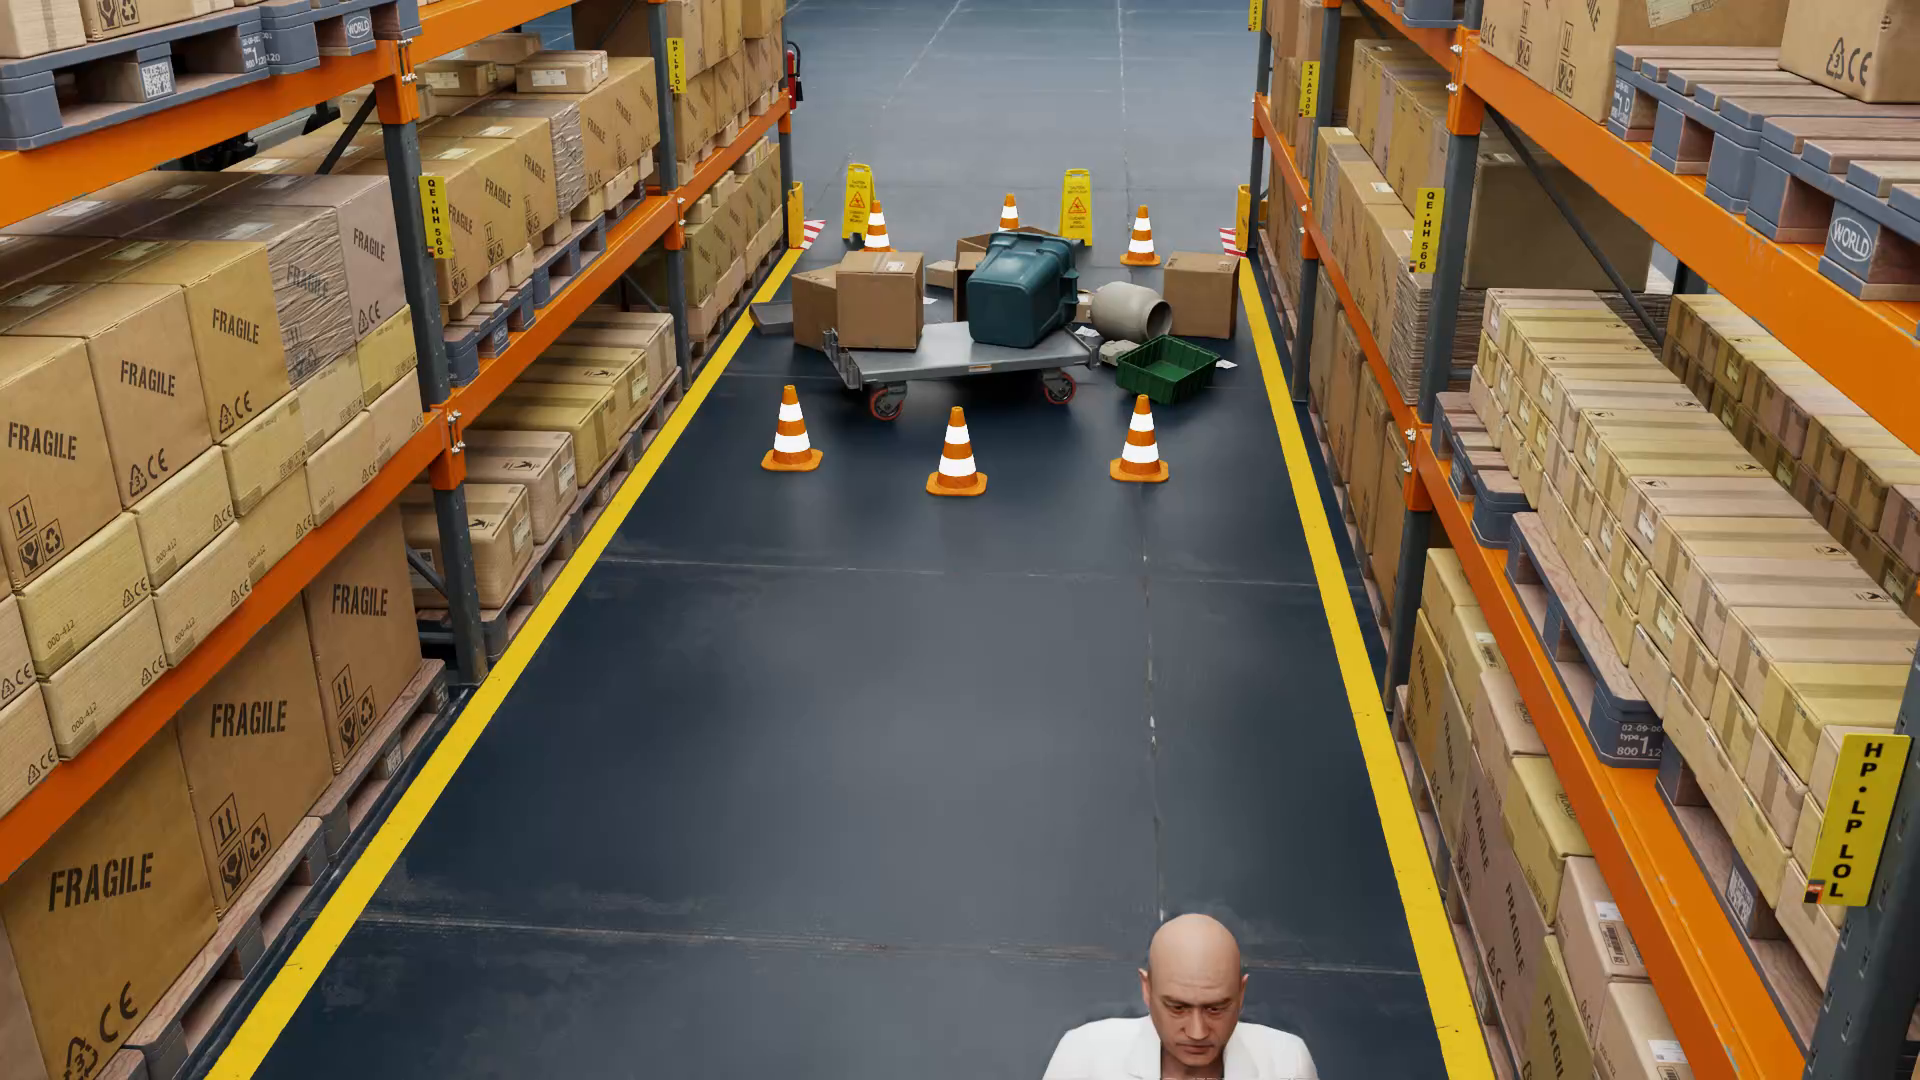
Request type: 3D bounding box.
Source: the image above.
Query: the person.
[{"bbox_3d":[0.388,1.517,3.215,0.596,1.713,1.127,4,25,9],"label":"person"}]
